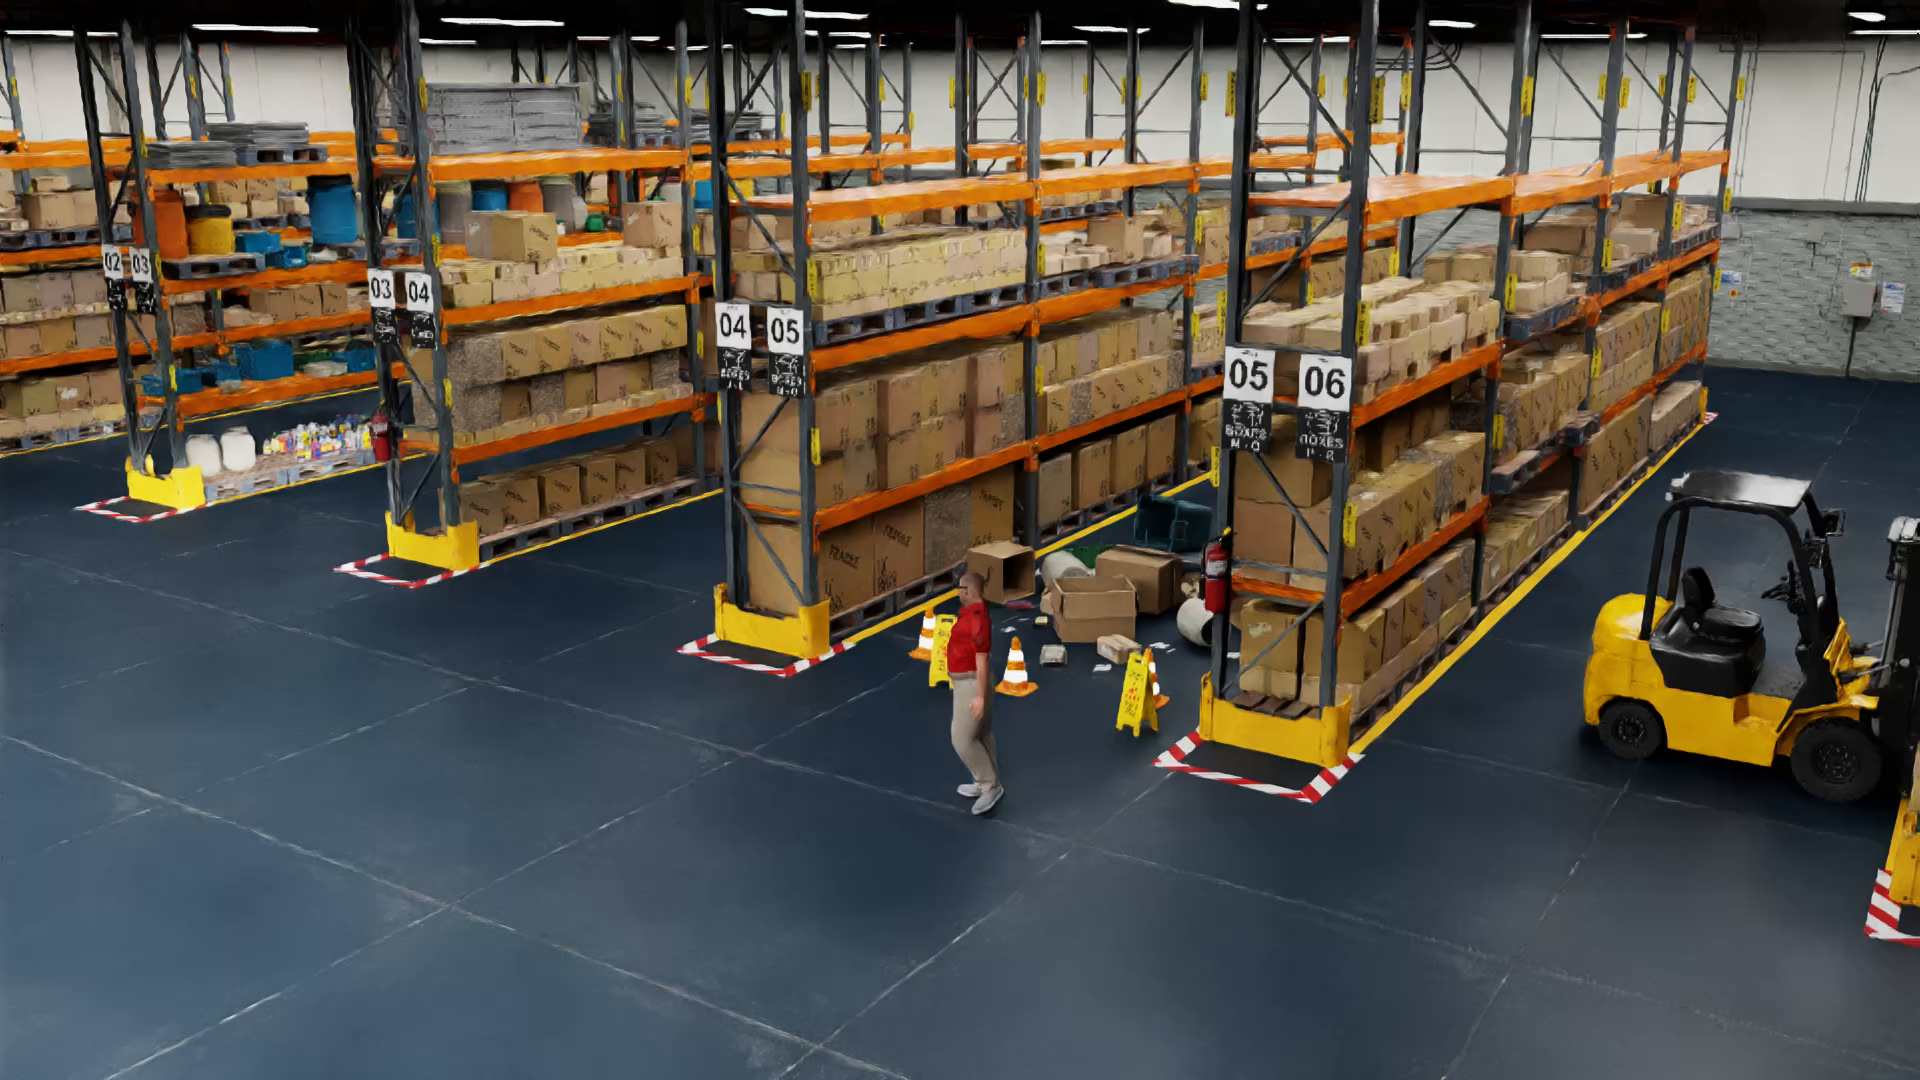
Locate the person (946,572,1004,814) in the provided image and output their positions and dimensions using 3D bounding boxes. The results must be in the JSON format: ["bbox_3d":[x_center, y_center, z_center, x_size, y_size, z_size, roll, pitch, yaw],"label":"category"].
[{"bbox_3d":[0.111,1.079,12.093,0.418,1.721,0.645,0,16,1],"label":"person"}]

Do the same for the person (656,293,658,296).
[{"bbox_3d":[-7.574,-6.697,40.139,0.700,1.672,0.558,-5,16,-19],"label":"person"}]
